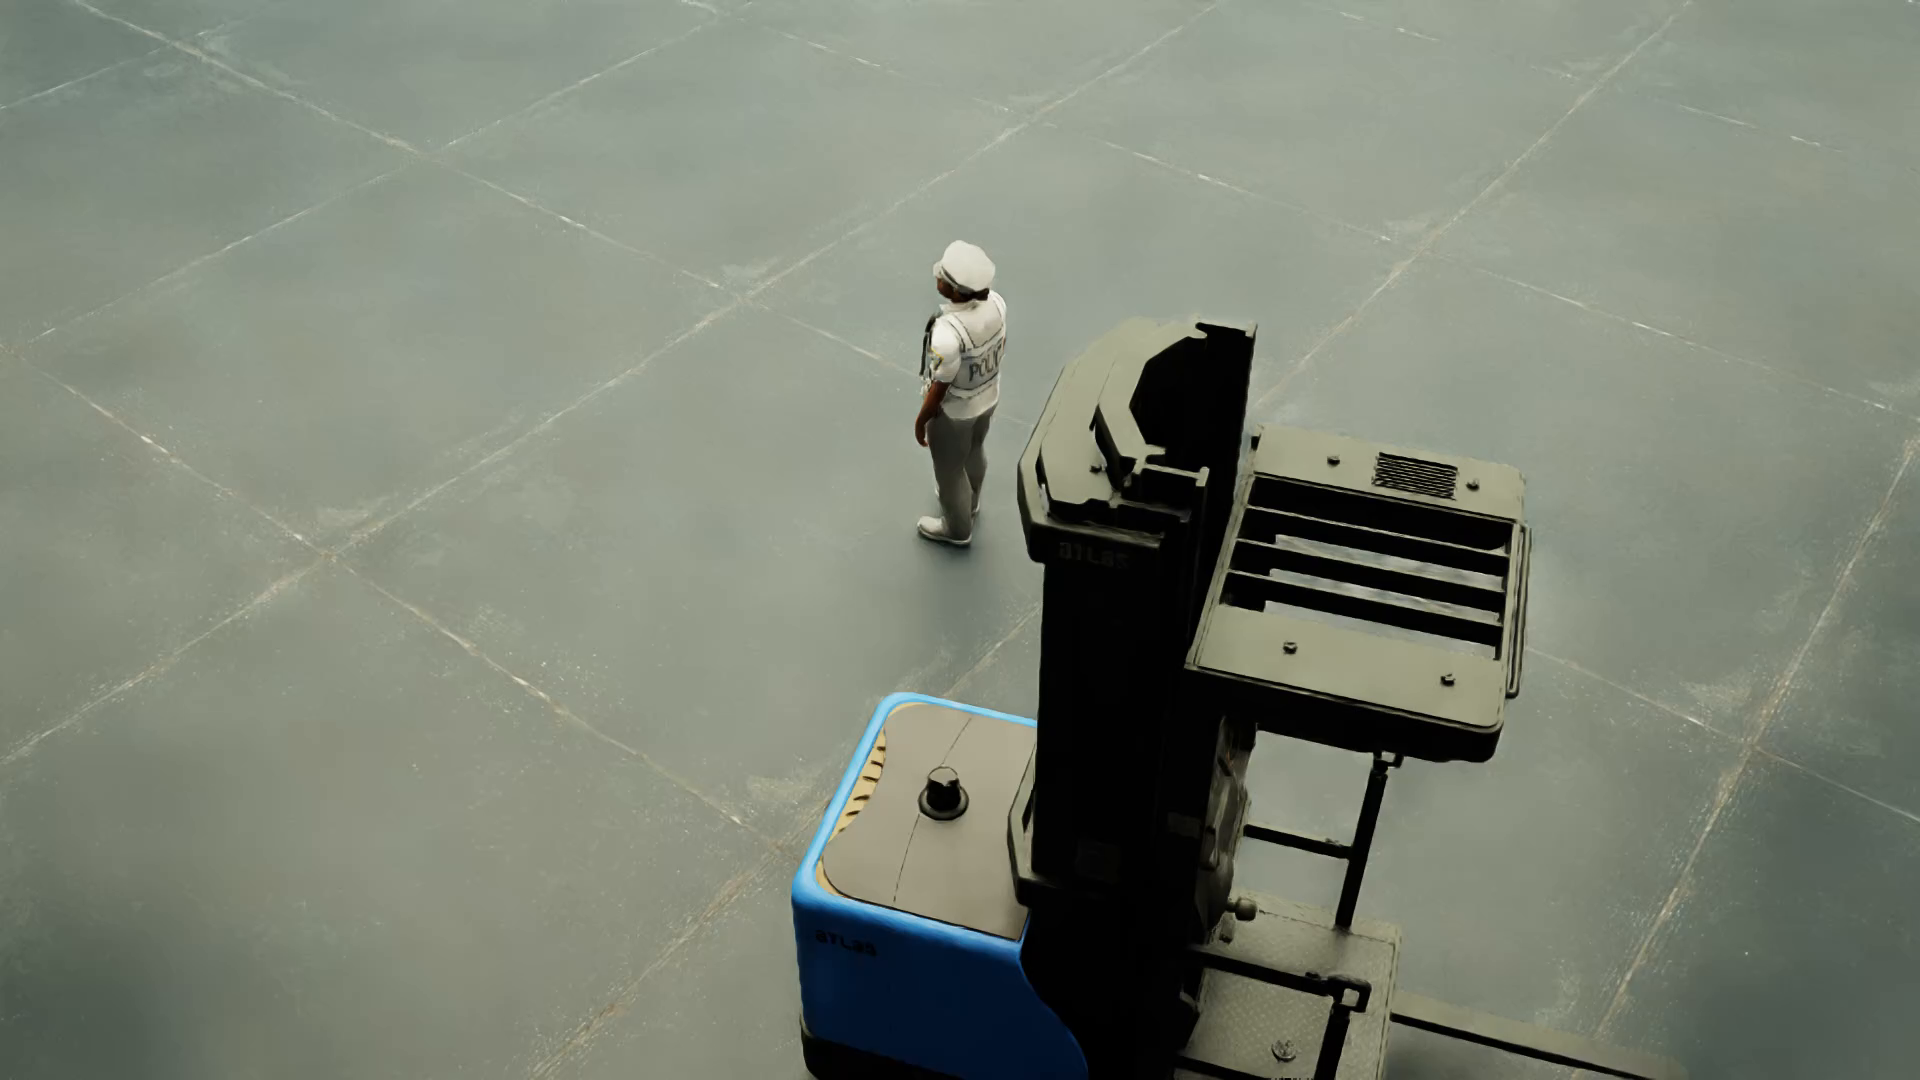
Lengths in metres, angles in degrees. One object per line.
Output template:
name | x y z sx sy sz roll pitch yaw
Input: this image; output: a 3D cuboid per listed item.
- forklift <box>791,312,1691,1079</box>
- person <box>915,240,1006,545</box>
forklift | 1.010 0.822 5.110 3.031 2.935 1.130 12 42 13
person | -0.048 -0.689 7.826 0.529 1.693 0.570 26 47 28
